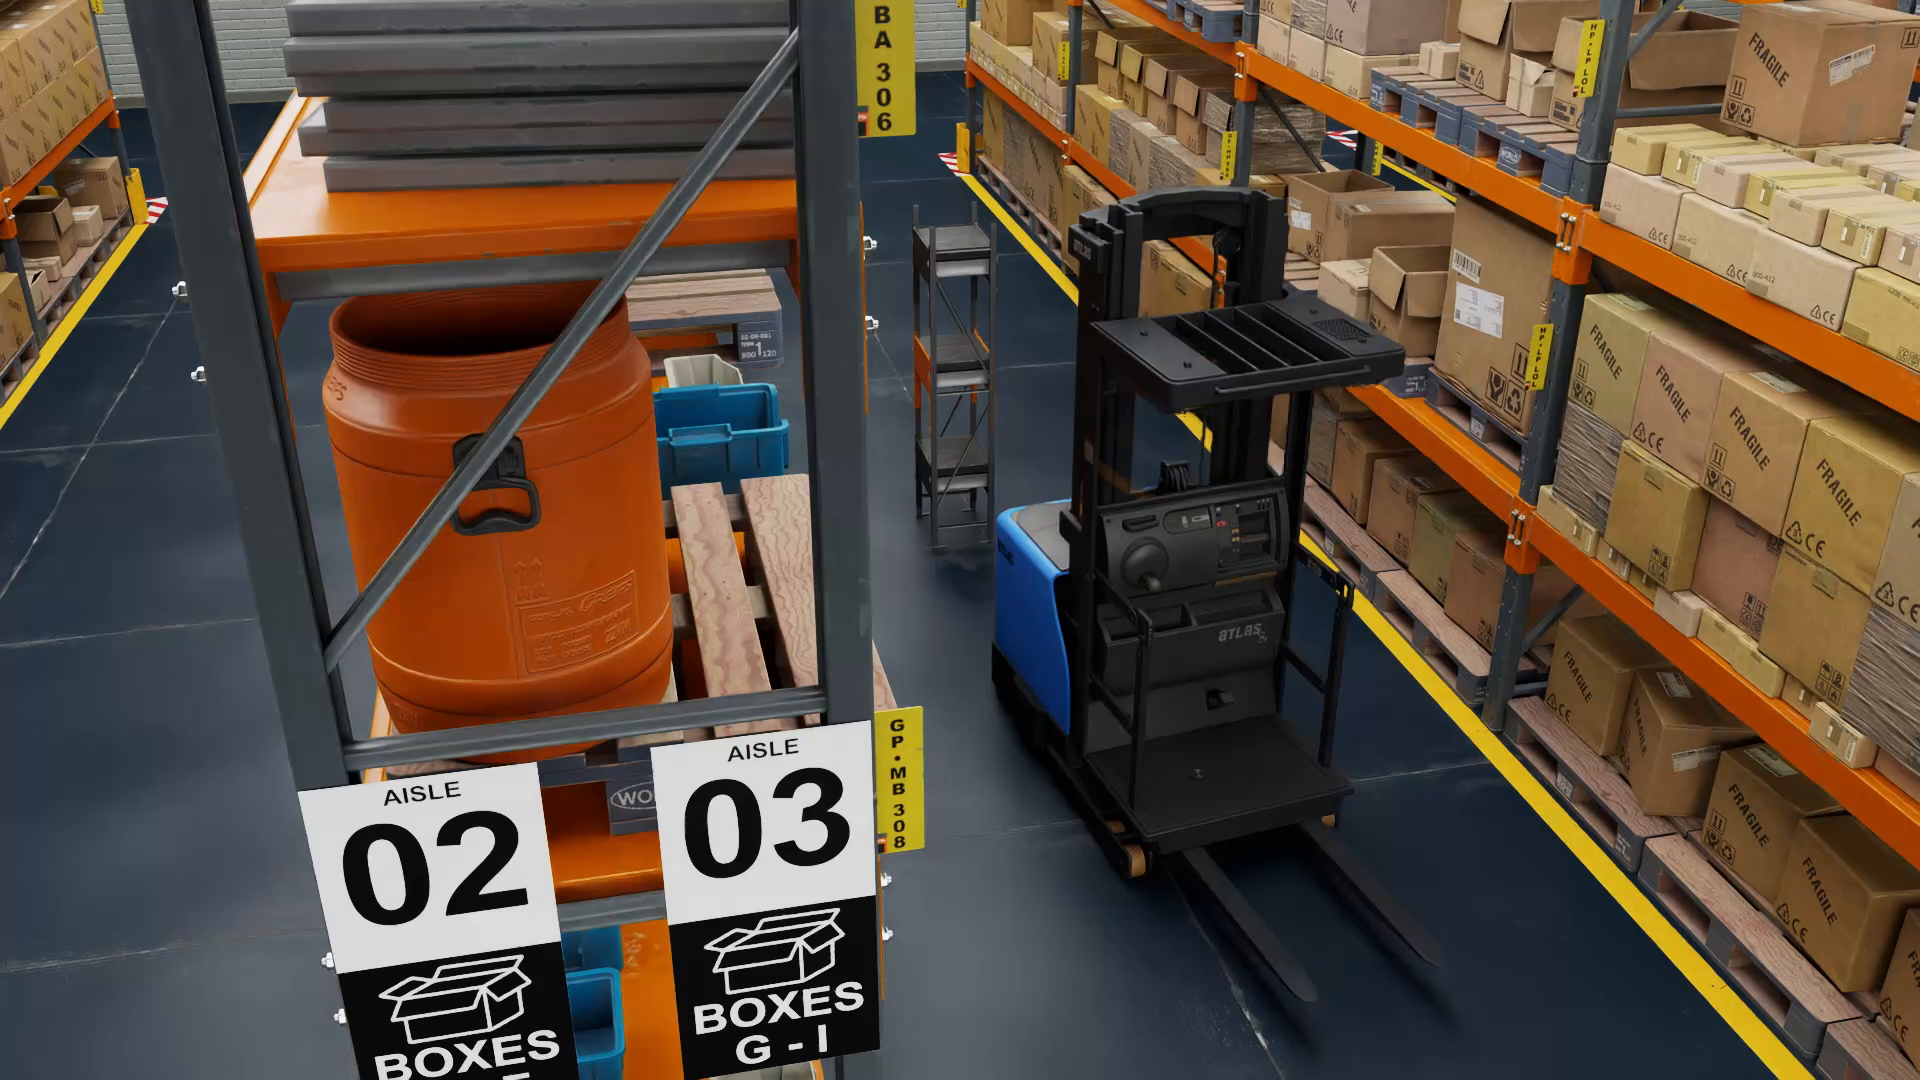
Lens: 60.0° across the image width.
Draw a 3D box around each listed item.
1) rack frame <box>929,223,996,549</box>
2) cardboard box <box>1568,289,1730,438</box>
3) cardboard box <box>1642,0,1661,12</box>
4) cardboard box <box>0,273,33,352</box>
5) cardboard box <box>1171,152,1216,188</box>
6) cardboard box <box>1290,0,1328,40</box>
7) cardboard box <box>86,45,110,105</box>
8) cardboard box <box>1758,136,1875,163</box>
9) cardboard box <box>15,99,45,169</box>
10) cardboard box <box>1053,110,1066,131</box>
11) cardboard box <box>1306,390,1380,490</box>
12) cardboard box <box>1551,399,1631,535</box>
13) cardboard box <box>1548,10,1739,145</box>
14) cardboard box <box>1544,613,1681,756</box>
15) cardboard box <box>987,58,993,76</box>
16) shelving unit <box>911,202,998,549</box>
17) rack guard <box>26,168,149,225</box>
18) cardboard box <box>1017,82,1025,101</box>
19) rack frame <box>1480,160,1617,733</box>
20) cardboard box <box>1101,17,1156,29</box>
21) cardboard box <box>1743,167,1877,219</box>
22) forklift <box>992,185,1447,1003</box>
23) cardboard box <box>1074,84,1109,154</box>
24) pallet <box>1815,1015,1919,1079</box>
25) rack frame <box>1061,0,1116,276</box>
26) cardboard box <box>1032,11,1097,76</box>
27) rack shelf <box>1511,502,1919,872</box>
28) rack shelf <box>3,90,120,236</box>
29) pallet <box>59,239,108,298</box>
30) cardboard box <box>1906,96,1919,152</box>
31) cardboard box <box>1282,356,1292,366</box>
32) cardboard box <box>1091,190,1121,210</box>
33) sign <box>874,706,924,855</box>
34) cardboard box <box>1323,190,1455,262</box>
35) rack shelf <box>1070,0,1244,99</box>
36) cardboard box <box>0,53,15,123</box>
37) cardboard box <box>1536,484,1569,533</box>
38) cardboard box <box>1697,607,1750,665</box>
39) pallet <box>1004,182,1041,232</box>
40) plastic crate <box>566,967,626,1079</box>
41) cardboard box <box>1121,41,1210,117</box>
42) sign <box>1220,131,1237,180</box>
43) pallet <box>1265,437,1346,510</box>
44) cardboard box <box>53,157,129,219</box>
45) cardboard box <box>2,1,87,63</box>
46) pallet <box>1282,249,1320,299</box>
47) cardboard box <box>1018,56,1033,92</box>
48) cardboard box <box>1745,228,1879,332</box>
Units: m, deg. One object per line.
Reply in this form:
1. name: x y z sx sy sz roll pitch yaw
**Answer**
1. rack frame: 0.018 -0.903 10.209 0.400 2.100 0.015 -6 27 -12
2. cardboard box: 3.122 -0.801 7.458 0.500 0.500 0.500 -6 27 -12
3. cardboard box: 6.456 -5.219 16.210 0.500 0.500 0.500 -5 27 -10
4. cardboard box: -7.796 -1.802 13.277 0.500 0.500 0.500 -6 27 -12
5. cardboard box: 1.908 -2.613 12.486 0.500 0.500 0.500 -6 27 -12
6. cardboard box: 2.333 -3.308 9.981 0.500 0.500 0.500 -6 27 -11
7. cardboard box: -8.722 -4.540 16.306 0.500 0.500 0.500 -5 27 -10
8. cardboard box: 3.594 -1.611 7.008 0.380 0.149 0.250 -6 27 -11
9. cardboard box: -8.155 -3.429 14.104 0.500 0.500 0.500 -5 27 -11
10. cardboard box: 1.078 -3.901 15.430 0.380 0.149 0.250 -6 27 -11
11. cardboard box: 2.675 -0.703 11.100 0.700 0.500 0.500 -8 28 -16
12. cardboard box: 3.310 -0.375 7.722 0.875 0.500 0.500 -6 27 -12
13. cardboard box: 3.259 -2.190 7.851 0.797 0.503 0.637 -7 28 -14
14. cardboard box: 3.320 0.707 8.328 0.500 0.500 0.500 -7 28 -13
15. cardboard box: 0.500 -5.028 17.662 0.380 0.149 0.250 -6 27 -12
16. shelving unit: -0.037 -1.010 10.421 0.431 2.100 0.503 -6 27 -12
17. rack guard: -9.071 -3.515 17.160 1.175 0.500 0.348 -6 27 -12
18. cardboard box: 0.788 -4.466 16.547 0.380 0.149 0.250 -6 27 -12
19. rack frame: 3.268 -0.401 8.216 1.000 3.000 0.127 -6 27 -12
20. cardboard box: 1.607 -4.550 15.439 0.500 0.500 0.500 -6 27 -12
21. cardboard box: 3.306 -1.342 6.476 0.380 0.149 0.250 -5 27 -10
22. forklift: 1.161 0.038 7.422 1.130 2.935 3.031 -9 28 -18
23. cardboard box: 1.326 -3.730 14.701 0.500 0.500 0.500 -6 27 -11
24. pallet: 4.004 2.206 6.145 1.003 0.211 1.213 -6 27 -12
25. rack frame: 1.465 -3.913 15.174 1.000 3.000 0.127 -6 27 -12
26. cardboard box: 0.992 -4.709 15.754 0.500 0.500 0.500 -6 27 -11
27. rack shelf: 3.719 0.798 6.638 1.077 0.370 4.000 -6 27 -12
28. rack shelf: -8.638 -3.466 15.086 1.077 0.370 4.000 -6 27 -12
29. pallet: -8.619 -2.502 15.473 1.003 0.211 1.213 -6 27 -12
30. cardboard box: 7.314 -2.909 11.964 0.700 0.500 0.500 -6 27 -12
31. cardboard box: 2.547 -1.281 11.413 0.500 0.250 0.500 -5 27 -9
32. cardboard box: 1.831 -2.481 14.228 1.225 0.875 0.875 -7 28 -13
33. sign: -0.119 0.461 3.169 0.100 0.325 0.005 -6 27 -12
34. cardboard box: 2.751 -1.921 10.650 0.700 0.500 0.500 -2 27 -4
35. rack shelf: 1.916 -4.053 12.920 1.077 0.370 4.000 -6 27 -12
36. cardboard box: -8.019 -3.635 13.403 0.500 0.500 0.500 -5 27 -10
37. cardboard box: 3.024 -0.164 8.025 0.380 0.149 0.250 -6 27 -12
38. cardboard box: 3.329 0.382 6.942 0.380 0.149 0.250 -6 27 -12
39. pallet: 1.092 -3.547 17.542 1.003 0.211 1.213 -6 27 -12
40. plastic crate: -1.201 1.449 4.715 0.499 0.251 0.408 -6 27 -12
41. cardboard box: 1.761 -3.823 13.772 0.797 0.503 0.637 -6 27 -11
42. sign: 1.827 -2.616 11.319 0.100 0.325 0.005 -6 27 -12
43. pallet: 2.542 -0.569 11.643 1.003 0.211 1.213 -6 27 -12
44. cardboard box: -8.726 -3.532 16.704 0.500 0.500 0.500 -6 27 -12
45. cardboard box: -8.605 -4.767 15.644 0.500 0.500 0.500 -5 27 -10
46. pallet: 2.631 -1.769 11.139 1.213 0.211 1.003 -6 27 -12
47. cardboard box: 0.876 -4.597 16.365 0.500 0.250 0.500 -5 27 -11
48. cardboard box: 3.346 -0.999 6.237 0.500 0.250 0.500 -7 28 -14
